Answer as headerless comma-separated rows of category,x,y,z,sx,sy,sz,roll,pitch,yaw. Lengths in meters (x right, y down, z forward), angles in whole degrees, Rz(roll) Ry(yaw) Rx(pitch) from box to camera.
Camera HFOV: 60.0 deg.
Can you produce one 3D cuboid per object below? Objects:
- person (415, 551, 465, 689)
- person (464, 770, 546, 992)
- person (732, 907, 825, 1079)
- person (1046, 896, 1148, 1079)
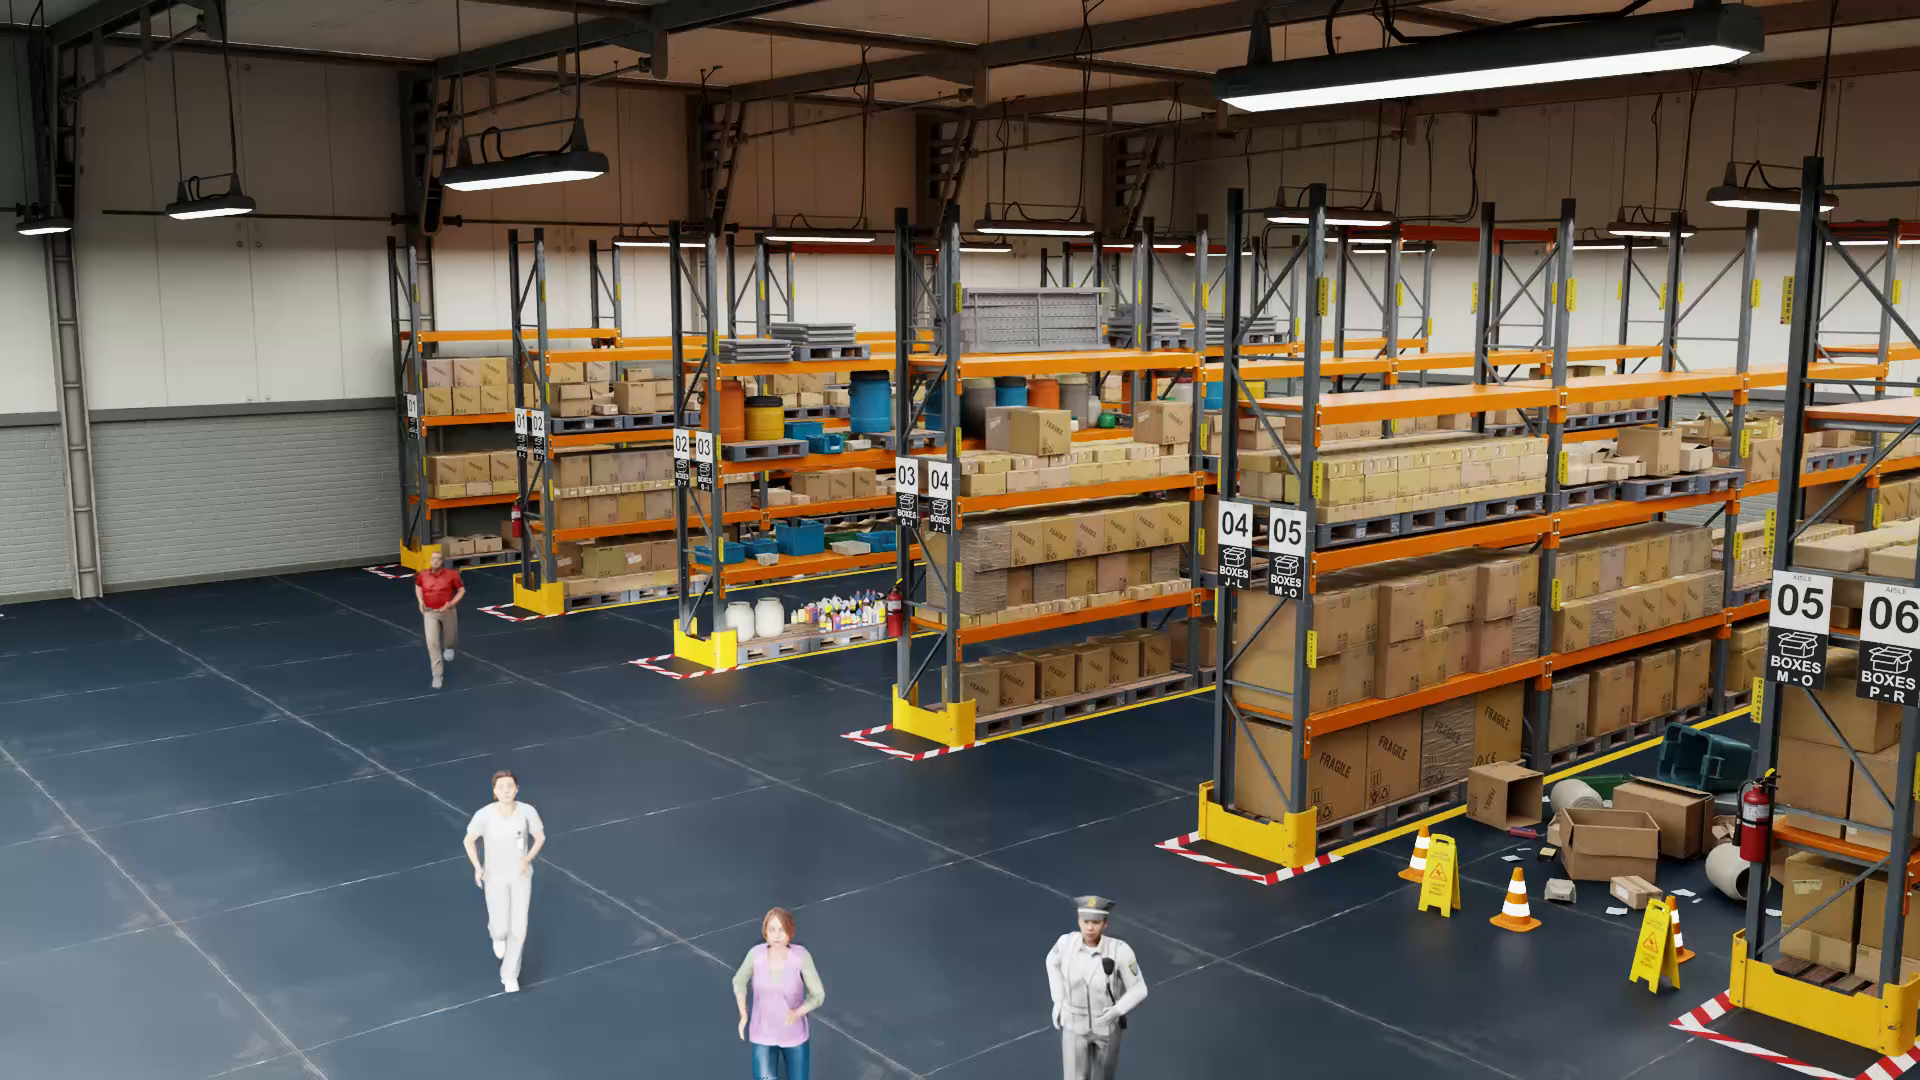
person,-6.806,1.001,21.828,0.632,1.736,1.127,-3,9,-17
person,-3.358,2.488,12.331,0.580,1.624,0.597,-4,9,-22
person,-1.064,2.909,9.757,0.548,1.568,0.805,0,9,-3
person,0.785,2.857,9.692,0.610,1.715,0.855,1,9,8
